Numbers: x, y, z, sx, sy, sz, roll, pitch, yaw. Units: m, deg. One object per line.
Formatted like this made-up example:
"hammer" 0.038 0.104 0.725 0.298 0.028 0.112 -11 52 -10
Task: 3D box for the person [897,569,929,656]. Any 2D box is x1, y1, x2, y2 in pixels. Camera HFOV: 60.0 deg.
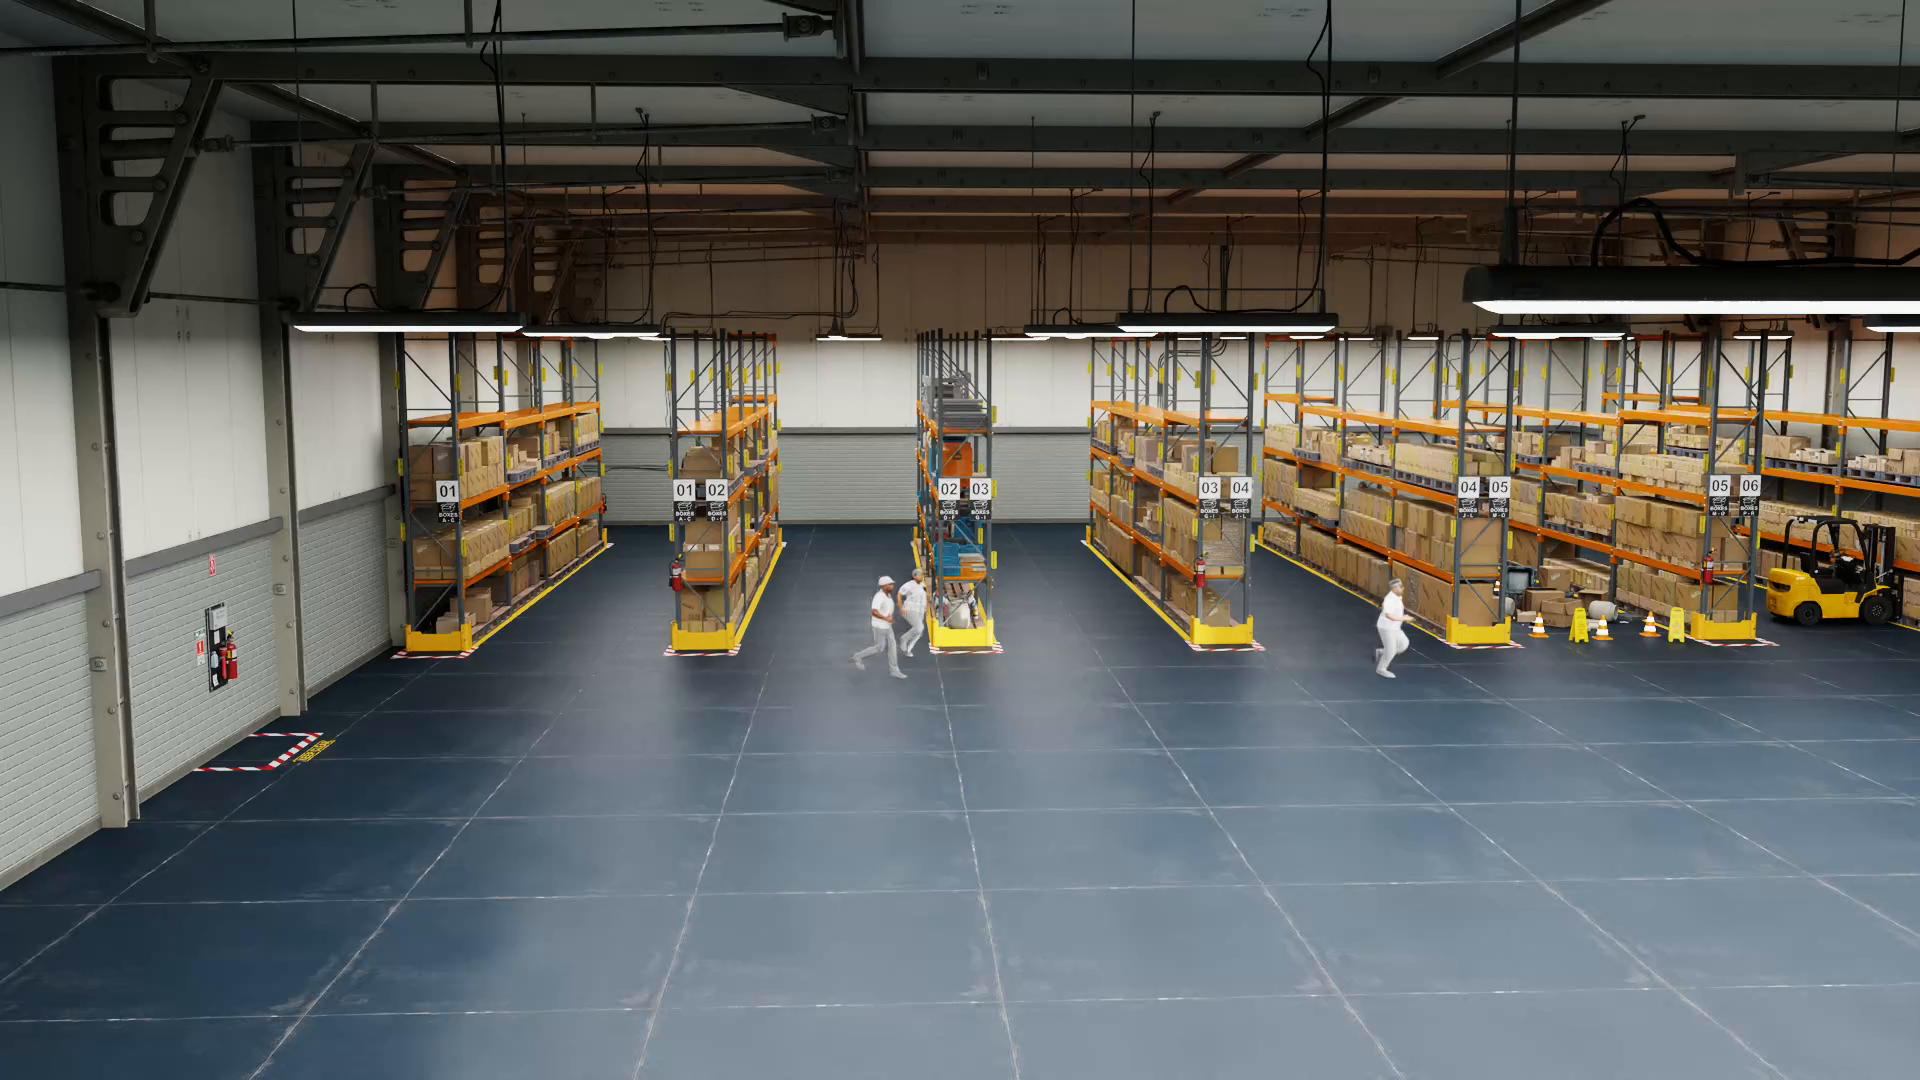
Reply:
"person" -0.785 1.331 30.595 0.637 1.594 0.539 -6 9 -43

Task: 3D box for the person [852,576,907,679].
"person" -1.368 1.492 28.590 0.993 1.756 0.725 2 7 14

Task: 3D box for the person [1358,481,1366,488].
"person" 11.962 -0.933 49.385 0.902 1.631 0.582 0 7 -4

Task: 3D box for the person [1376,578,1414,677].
"person" 7.495 1.501 28.635 0.657 1.734 0.707 4 8 30

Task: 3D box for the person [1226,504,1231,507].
"person" 7.736 -0.829 48.136 0.874 1.788 0.687 -6 9 -41
